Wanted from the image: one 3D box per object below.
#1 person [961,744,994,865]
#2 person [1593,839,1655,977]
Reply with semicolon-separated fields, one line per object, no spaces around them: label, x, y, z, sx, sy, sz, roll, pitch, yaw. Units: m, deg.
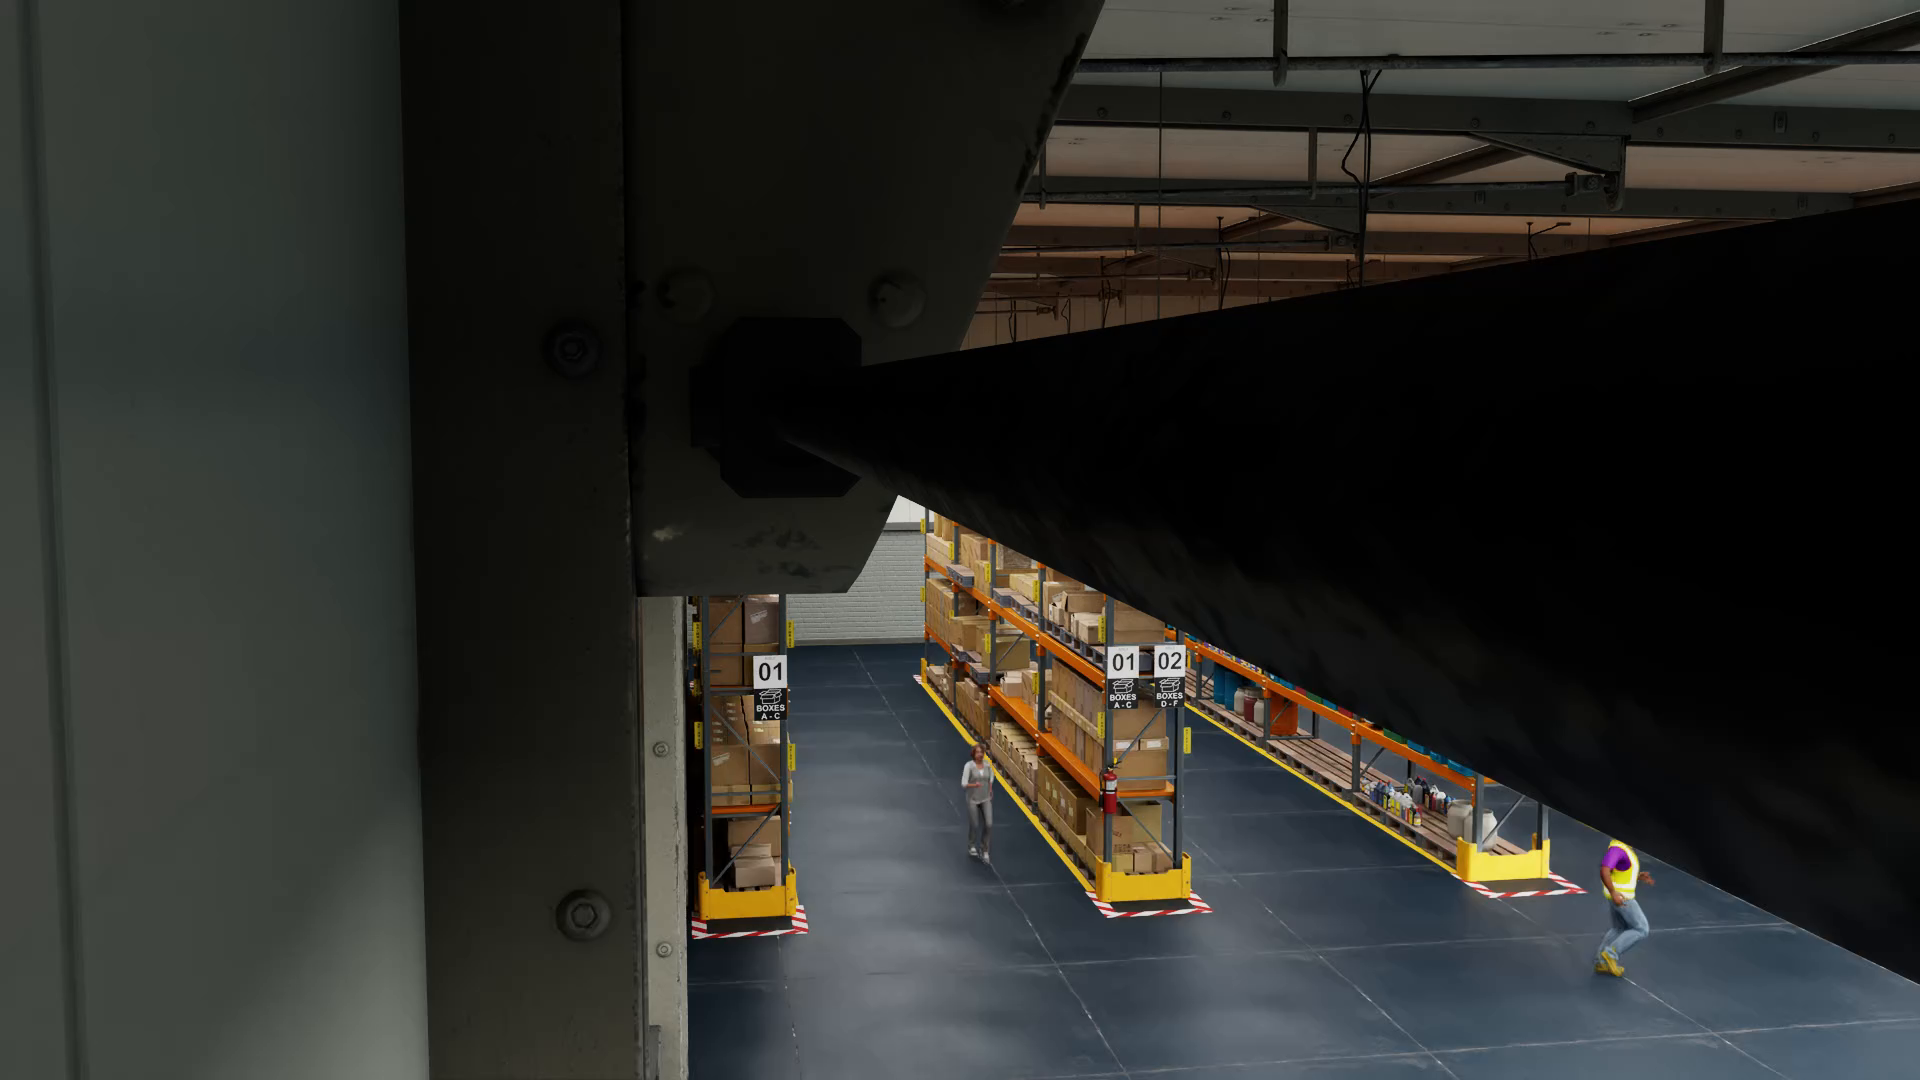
person;0.261;3.557;22.452;0.514;1.624;0.661;-1;5;-14
person;7.238;3.866;18.078;0.612;1.732;0.696;1;5;16
